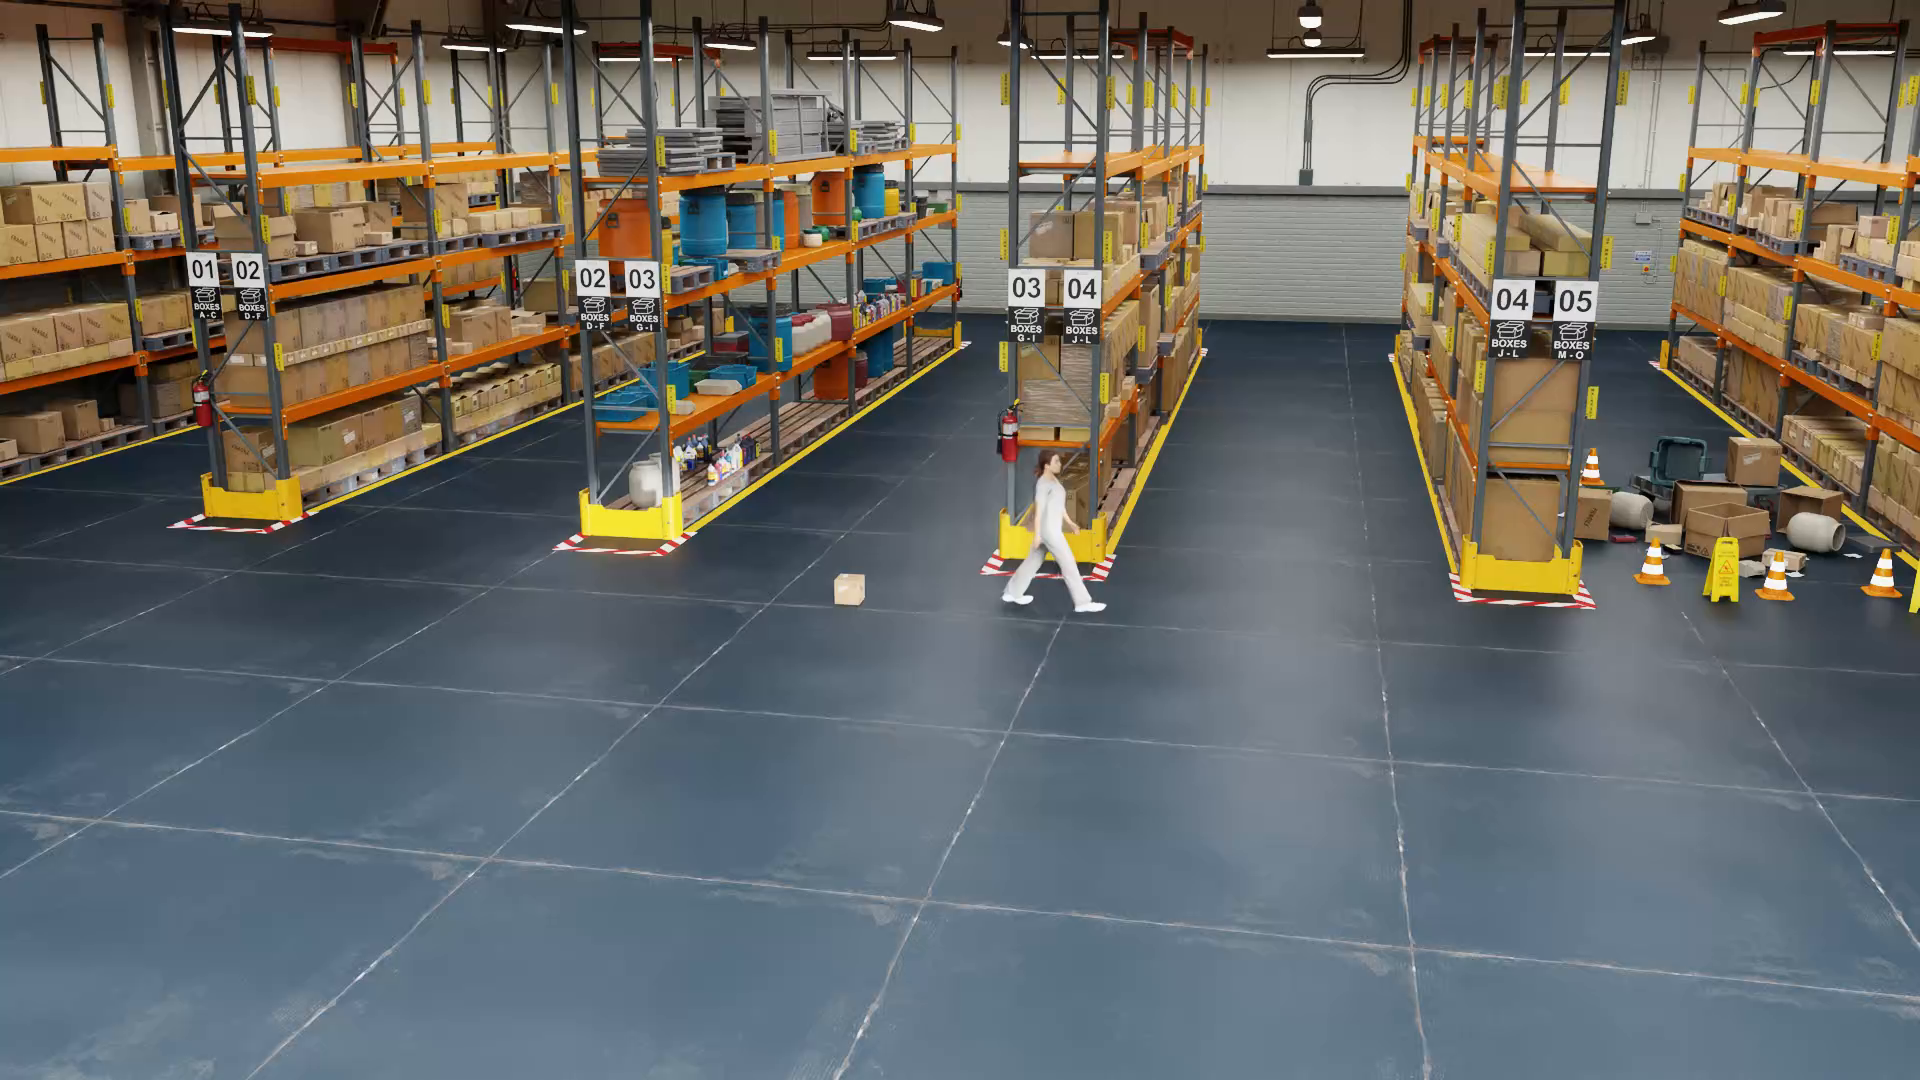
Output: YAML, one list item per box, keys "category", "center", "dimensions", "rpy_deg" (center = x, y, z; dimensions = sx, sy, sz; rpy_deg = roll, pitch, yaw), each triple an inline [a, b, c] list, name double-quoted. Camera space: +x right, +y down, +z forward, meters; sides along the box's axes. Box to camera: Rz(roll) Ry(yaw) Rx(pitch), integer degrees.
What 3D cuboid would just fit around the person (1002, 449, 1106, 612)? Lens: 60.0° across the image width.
- category: "person"
  center: [0.935, -0.106, 16.395]
  dimensions: [1.049, 1.610, 0.453]
  rpy_deg: [2, 15, 9]
